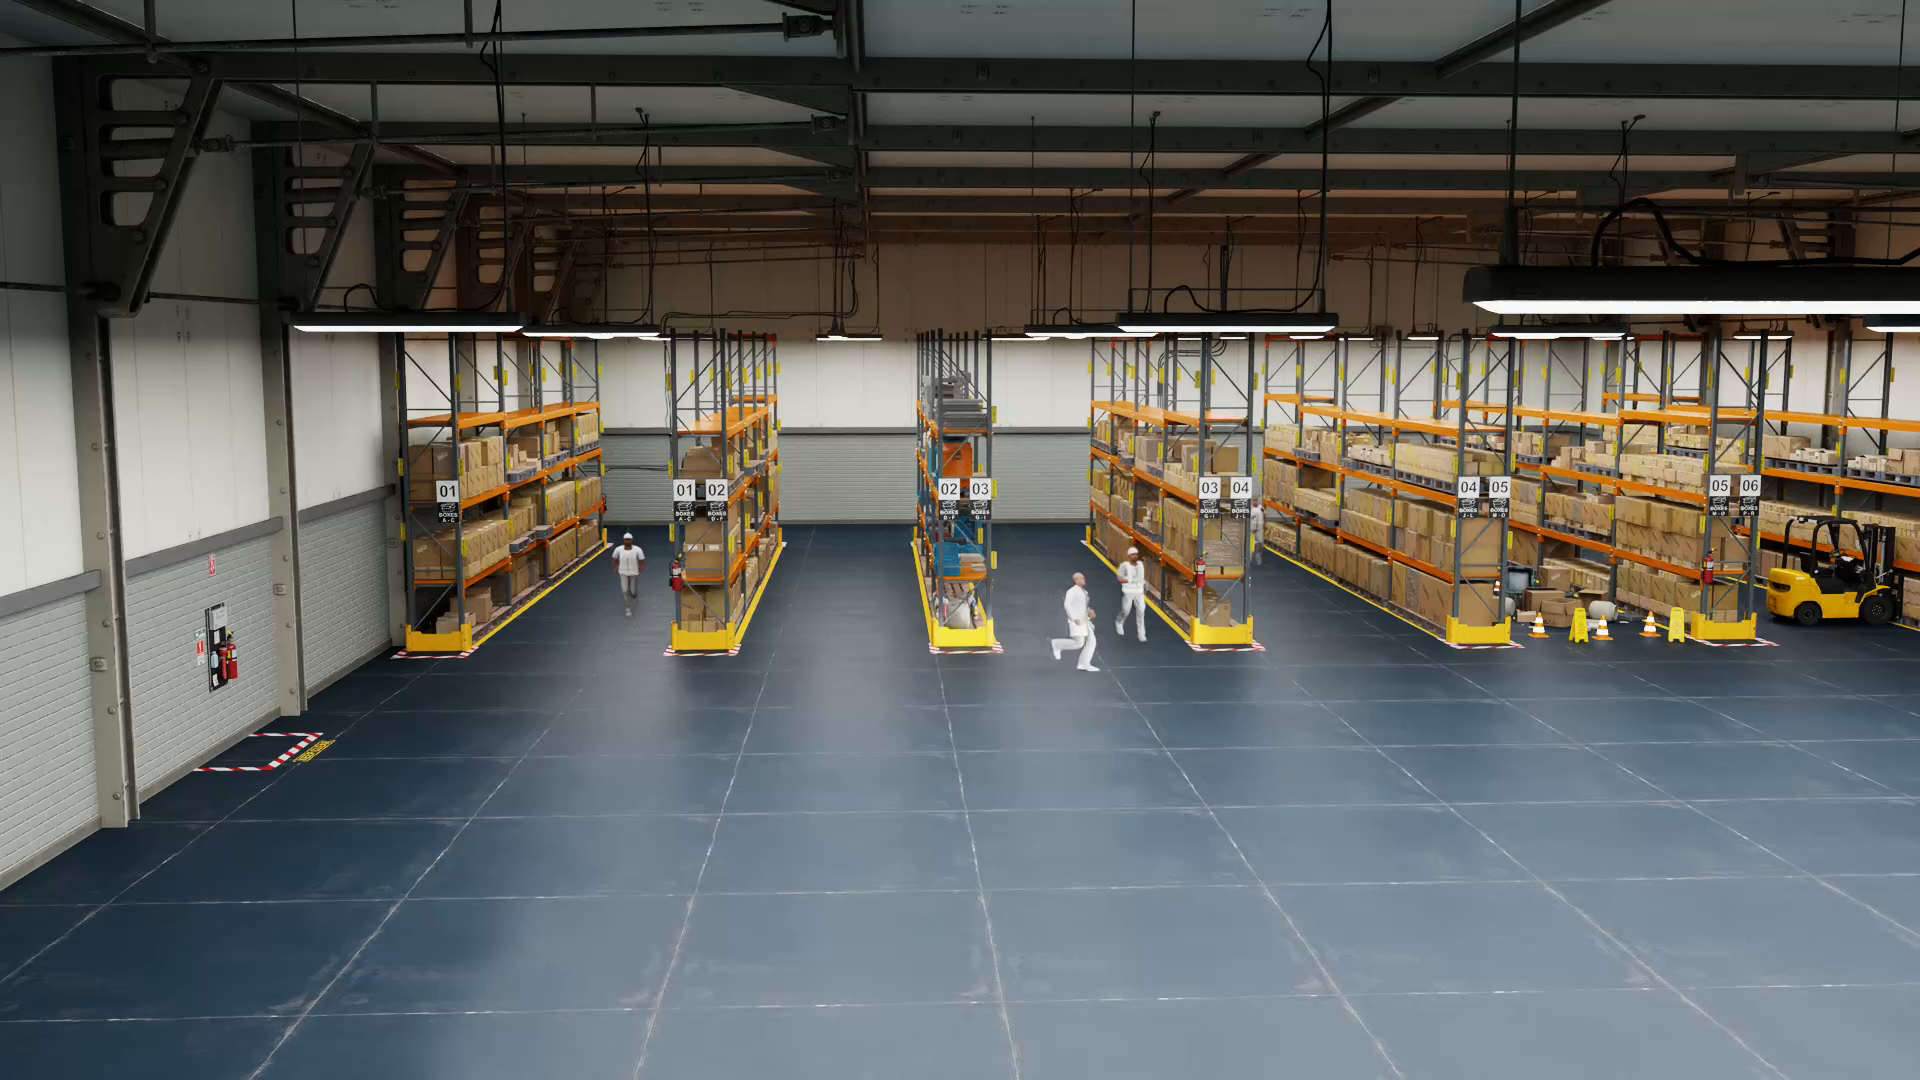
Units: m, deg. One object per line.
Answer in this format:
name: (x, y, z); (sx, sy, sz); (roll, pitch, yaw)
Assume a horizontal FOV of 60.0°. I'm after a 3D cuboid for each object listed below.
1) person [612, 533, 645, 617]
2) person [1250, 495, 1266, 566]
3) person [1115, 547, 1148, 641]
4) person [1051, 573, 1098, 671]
person: (-7.029, 0.721, 35.250); (0.700, 1.752, 0.815); (-1, 7, -8)
person: (7.701, -0.275, 43.389); (0.645, 1.840, 0.785); (0, 7, -2)
person: (3.340, 1.022, 32.168); (0.689, 1.771, 0.982); (-3, 7, -20)
person: (2.051, 1.431, 29.299); (0.814, 1.731, 0.700); (4, 8, 29)
